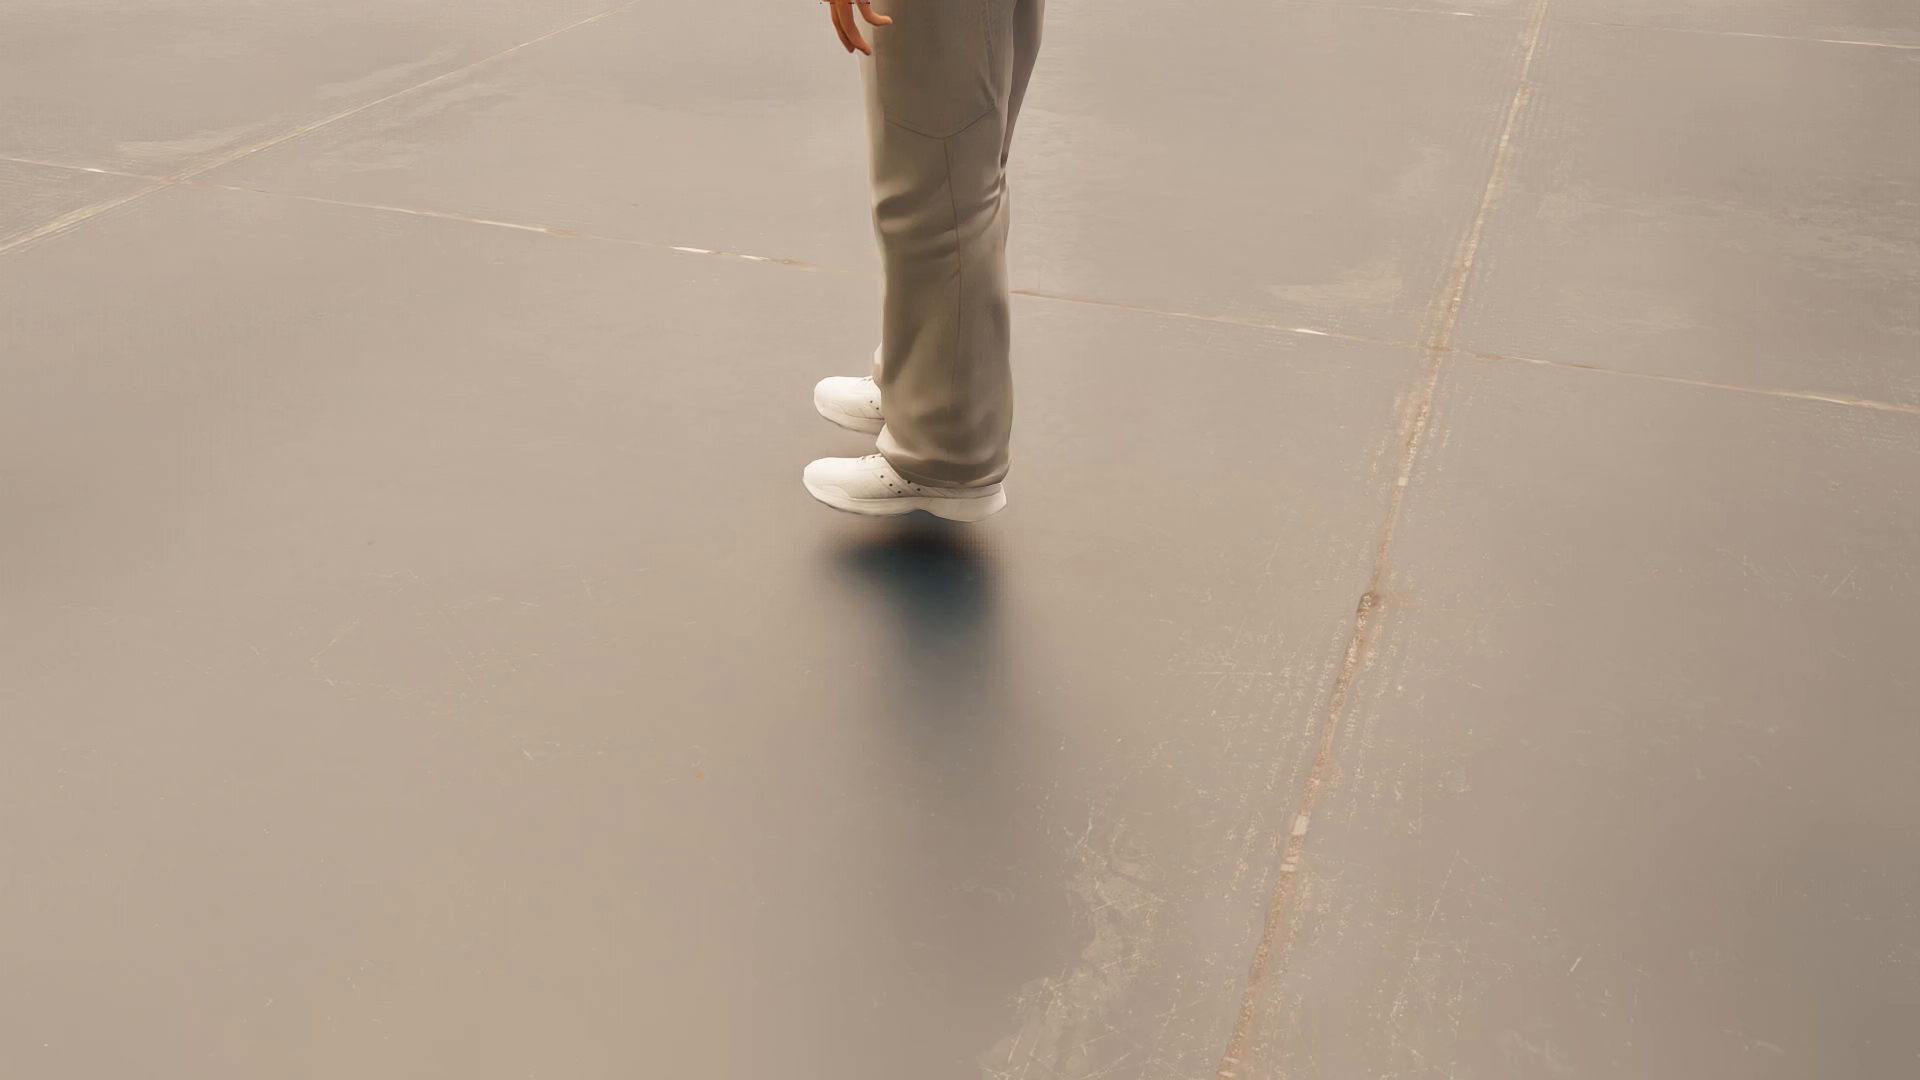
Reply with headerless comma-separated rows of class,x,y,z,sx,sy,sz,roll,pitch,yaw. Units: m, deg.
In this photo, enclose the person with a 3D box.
person,-0.064,-0.789,2.096,0.549,1.675,0.550,10,31,18
